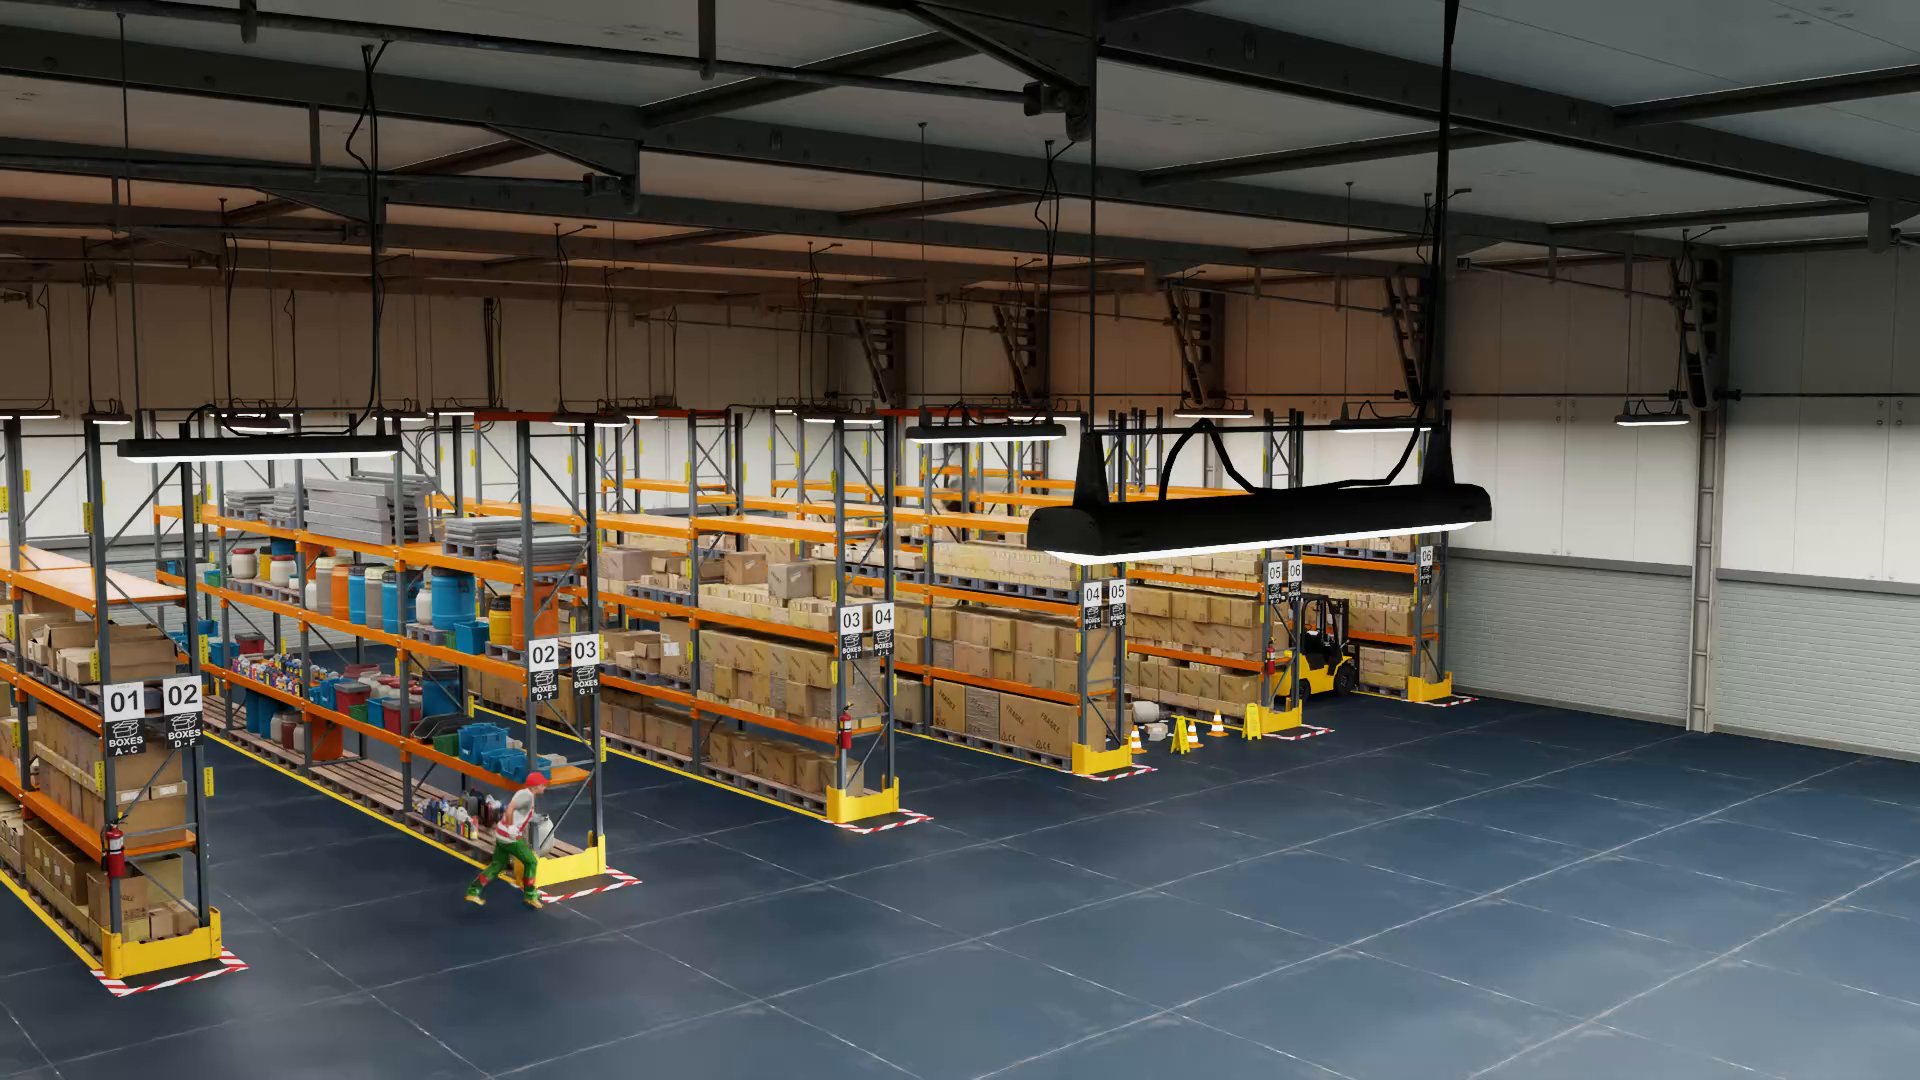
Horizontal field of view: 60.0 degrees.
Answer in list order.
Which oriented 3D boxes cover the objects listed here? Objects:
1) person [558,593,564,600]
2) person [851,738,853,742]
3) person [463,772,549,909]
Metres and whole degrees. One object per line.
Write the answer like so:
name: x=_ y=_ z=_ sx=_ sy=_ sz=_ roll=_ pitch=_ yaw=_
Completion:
person: x=-9.264 y=2.083 z=38.788 sx=0.585 sy=1.675 sz=0.651 roll=4 pitch=6 yaw=39
person: x=-2.365 y=2.826 z=30.413 sx=0.851 sy=1.696 sz=0.569 roll=4 pitch=6 yaw=36
person: x=-5.546 y=3.726 z=20.345 sx=1.054 sy=1.731 sz=0.706 roll=-2 pitch=5 yaw=-19
